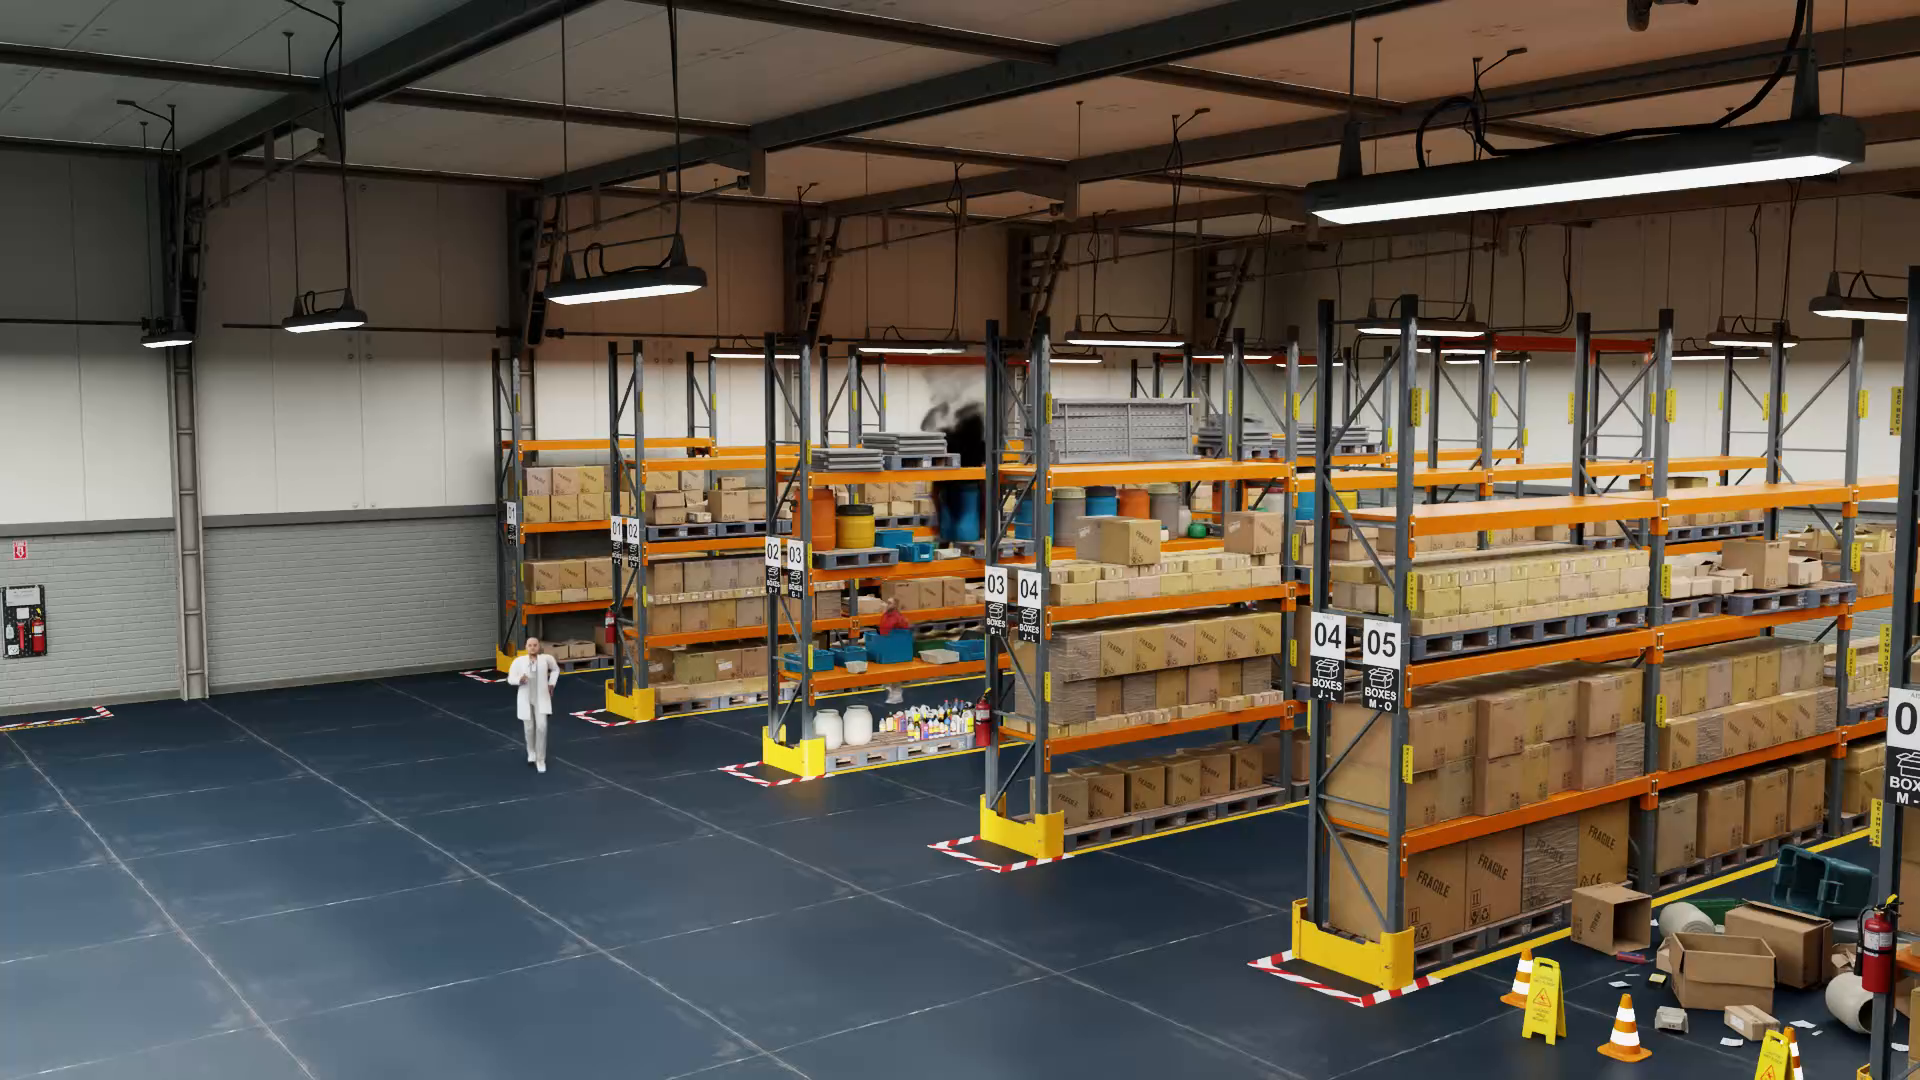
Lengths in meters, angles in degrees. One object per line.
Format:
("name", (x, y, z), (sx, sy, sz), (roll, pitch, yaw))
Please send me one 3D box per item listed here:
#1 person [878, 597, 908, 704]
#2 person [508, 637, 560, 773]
("person", (-1.124, 1.743, 26.115), (0.590, 1.702, 0.664), (-5, 7, -43))
("person", (-5.883, 2.260, 22.974), (0.687, 1.842, 0.815), (-1, 5, -12))
